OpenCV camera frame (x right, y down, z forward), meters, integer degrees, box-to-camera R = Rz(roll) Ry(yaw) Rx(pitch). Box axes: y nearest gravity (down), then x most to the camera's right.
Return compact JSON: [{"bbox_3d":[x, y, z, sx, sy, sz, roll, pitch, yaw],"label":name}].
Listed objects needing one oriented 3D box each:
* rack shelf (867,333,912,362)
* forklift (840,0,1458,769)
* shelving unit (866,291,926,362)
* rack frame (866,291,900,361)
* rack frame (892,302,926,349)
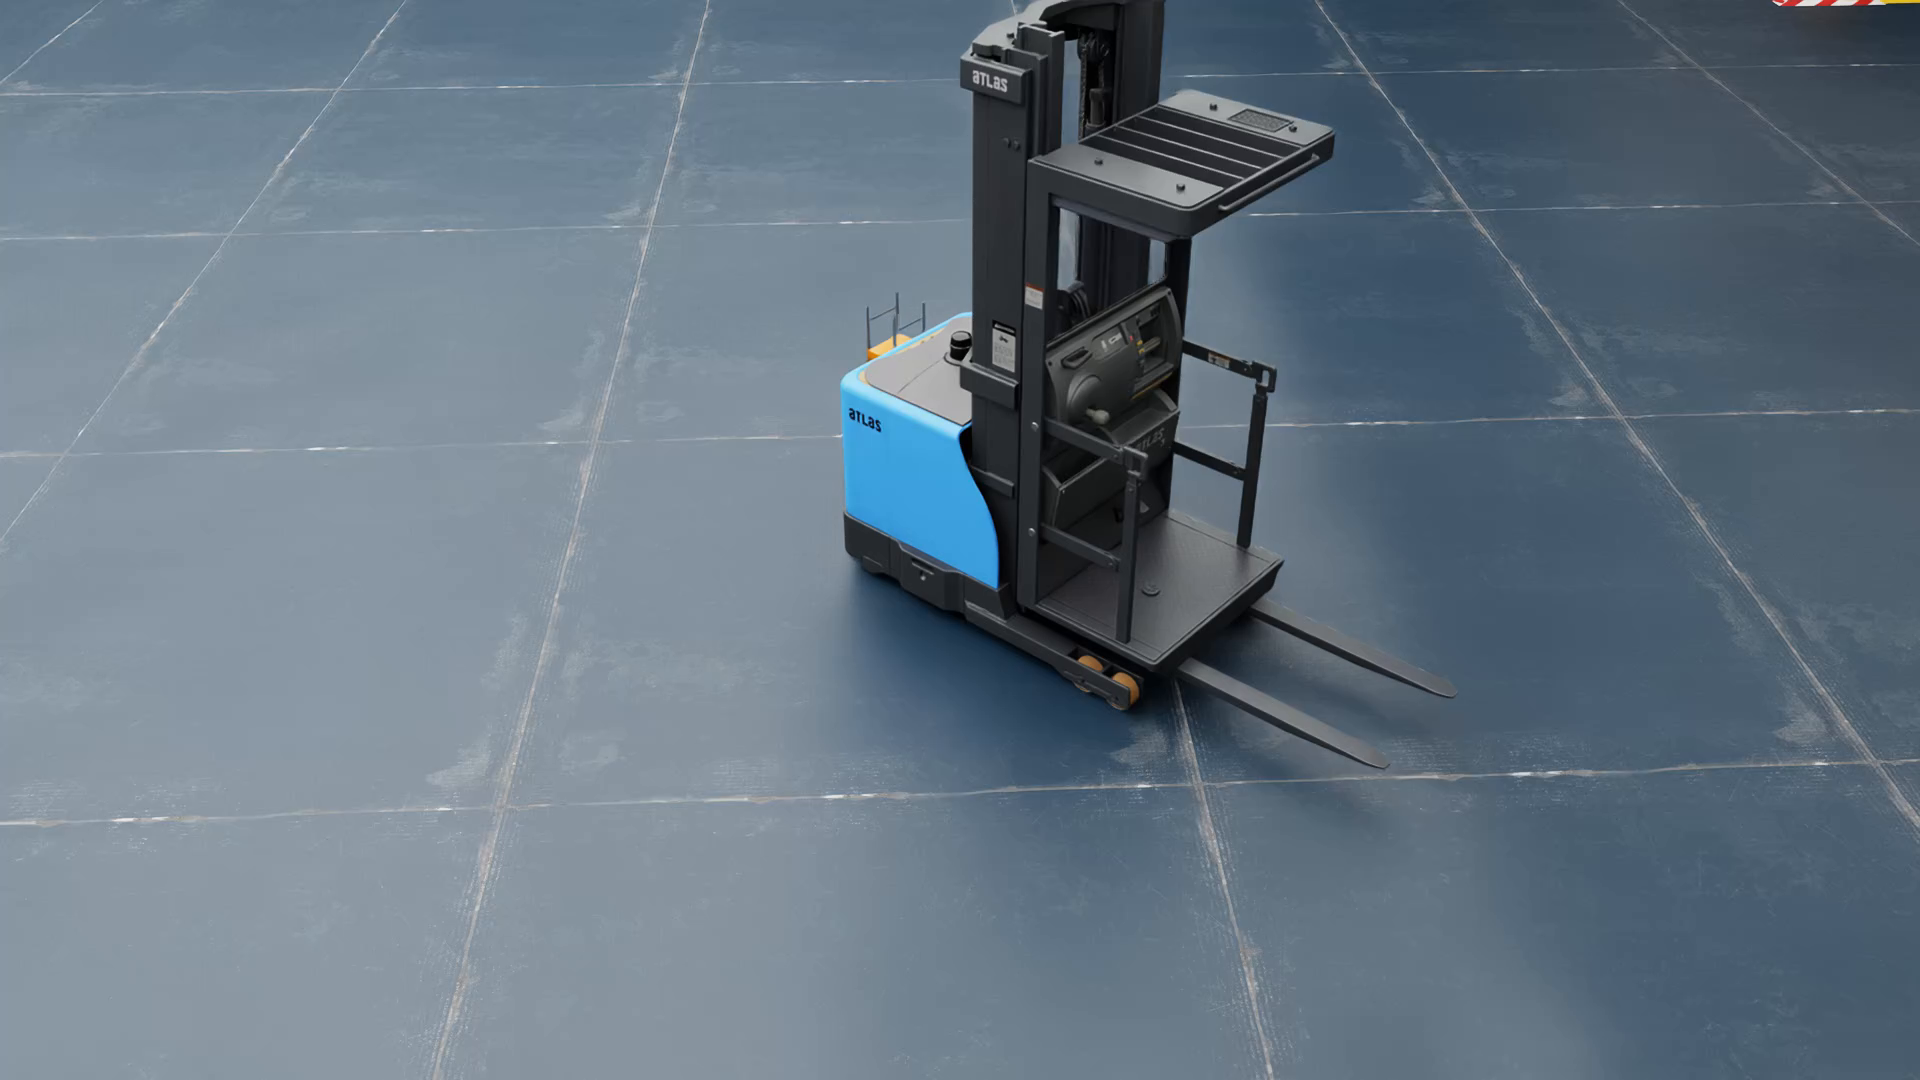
[{"bbox_3d":[-0.323,-0.948,8.510,0.180,0.103,0.258,26,42,33],"label":"rack shelf"},{"bbox_3d":[0.852,-0.768,7.284,3.031,2.935,1.130,26,42,32],"label":"forklift"},{"bbox_3d":[-0.323,-0.688,8.689,0.189,1.200,0.258,26,42,33],"label":"shelving unit"},{"bbox_3d":[-0.392,-0.722,8.739,0.006,1.200,0.240,26,42,33],"label":"rack frame"},{"bbox_3d":[-0.254,-0.654,8.640,0.006,1.200,0.240,26,42,33],"label":"rack frame"}]
